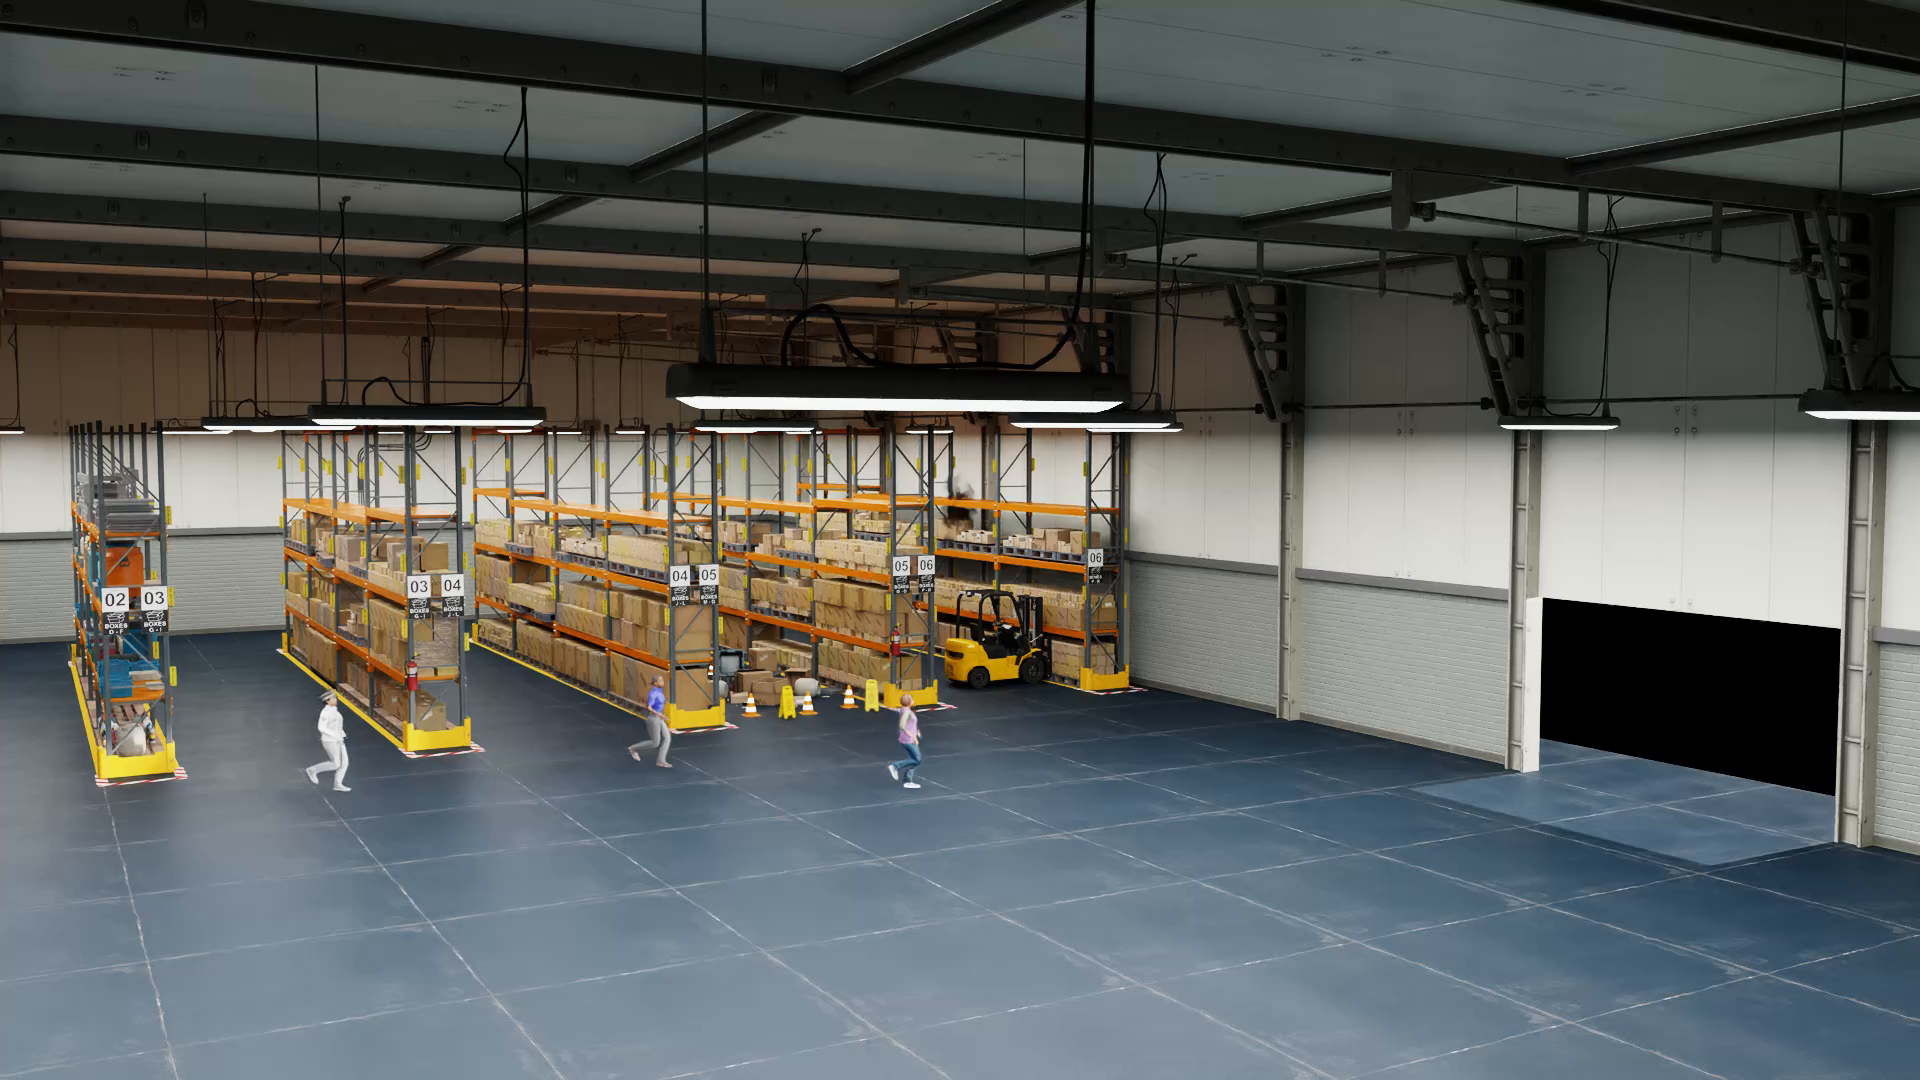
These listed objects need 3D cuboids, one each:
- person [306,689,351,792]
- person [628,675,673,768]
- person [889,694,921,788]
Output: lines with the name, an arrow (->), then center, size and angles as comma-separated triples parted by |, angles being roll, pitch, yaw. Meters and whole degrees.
person -> -10.198, 3.240, 26.873 | 0.677, 1.668, 0.619 | 0, 4, -3
person -> -5.329, 3.140, 28.851 | 0.699, 1.628, 0.568 | 0, 4, 5
person -> -0.893, 3.277, 27.104 | 0.549, 1.557, 0.538 | 0, 4, -6
